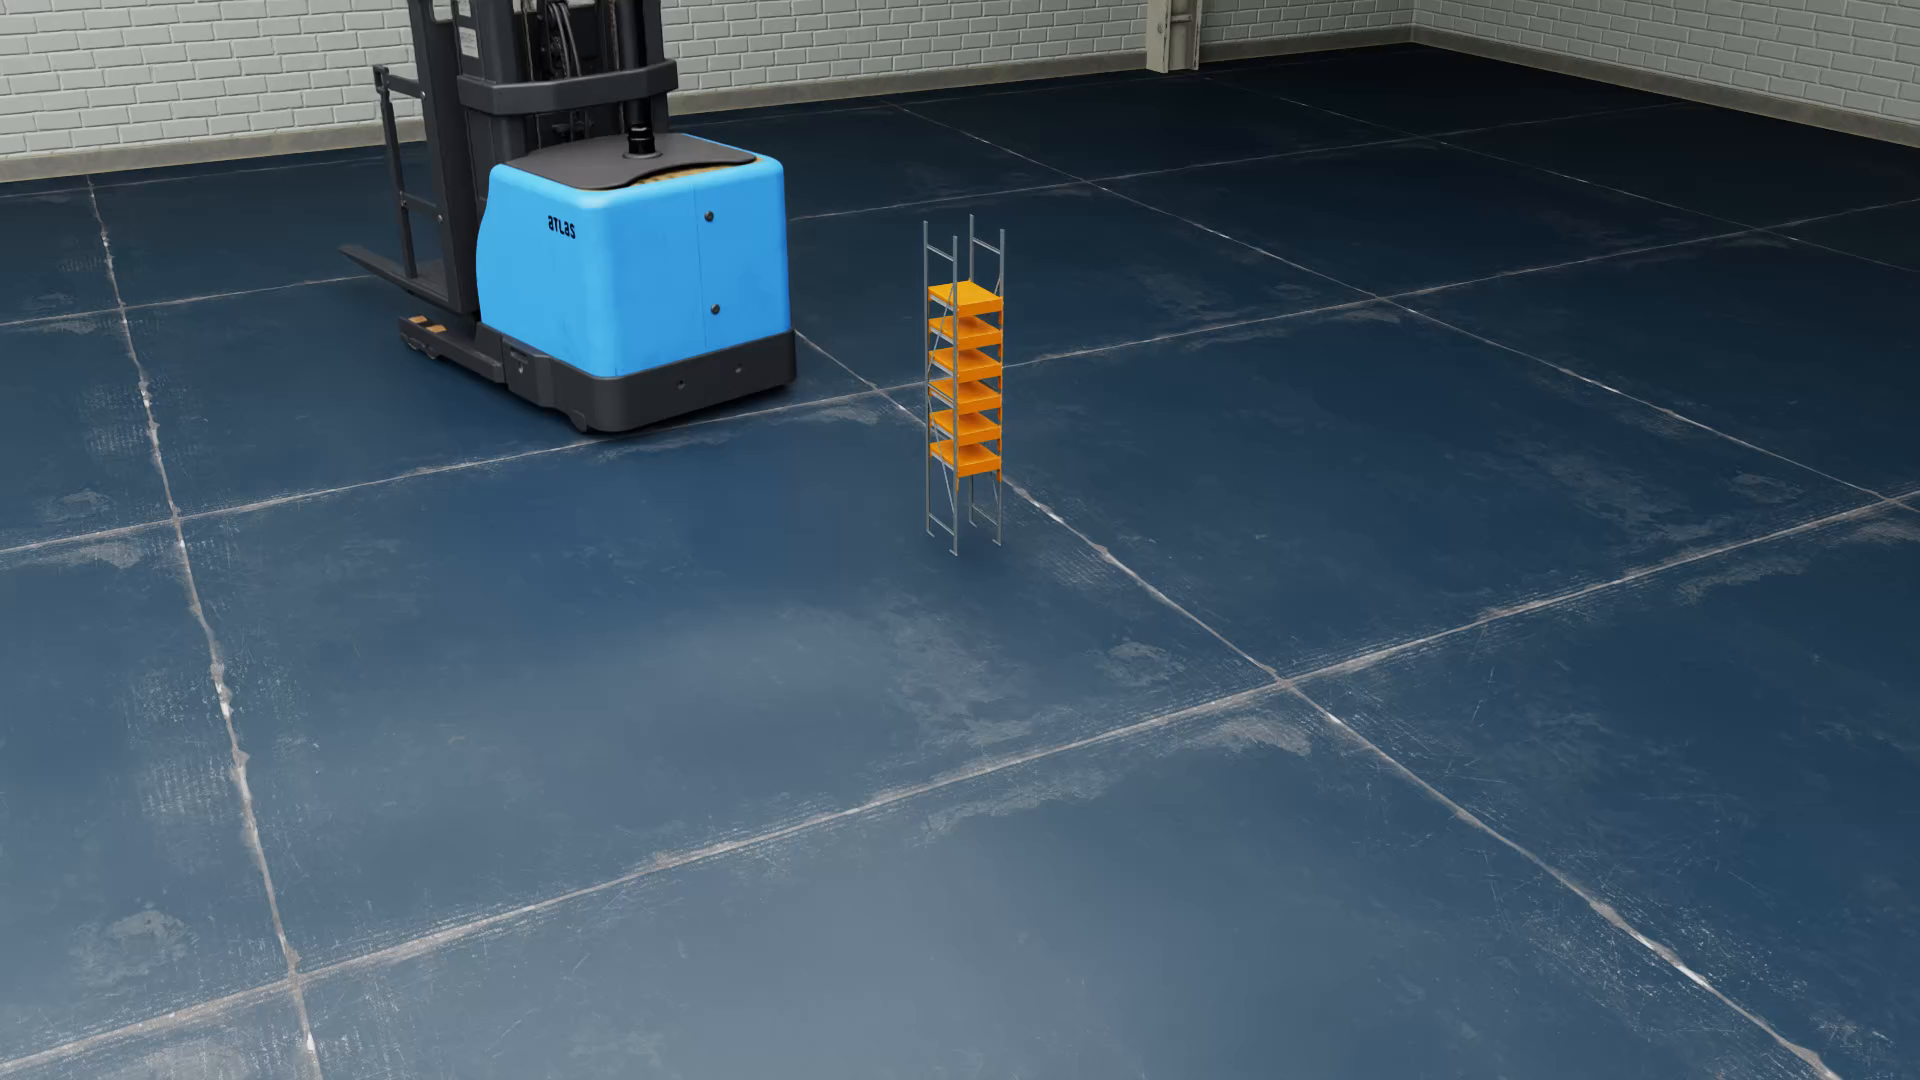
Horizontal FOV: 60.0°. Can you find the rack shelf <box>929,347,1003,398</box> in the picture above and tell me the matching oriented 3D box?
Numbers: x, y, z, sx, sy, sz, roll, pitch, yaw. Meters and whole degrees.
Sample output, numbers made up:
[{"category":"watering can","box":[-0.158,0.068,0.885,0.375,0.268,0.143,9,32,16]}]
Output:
[{"category":"rack shelf","box":[0.013,-0.612,5.964,0.180,0.103,0.258,-13,29,-25]}]

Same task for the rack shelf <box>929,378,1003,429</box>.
[{"category":"rack shelf","box":[0.013,-0.504,6.016,0.180,0.103,0.258,-13,29,-25]}]

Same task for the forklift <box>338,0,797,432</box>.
[{"category":"forklift","box":[-2.116,-2.329,7.716,1.130,2.935,3.031,-22,33,-38]}]

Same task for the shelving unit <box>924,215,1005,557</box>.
[{"category":"shelving unit","box":[0.013,-0.544,5.996,0.189,1.200,0.258,-13,29,-25]}]

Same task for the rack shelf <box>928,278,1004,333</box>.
[{"category":"rack shelf","box":[0.013,-0.828,5.860,0.180,0.103,0.258,-13,29,-25]}]

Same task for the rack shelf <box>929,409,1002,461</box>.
[{"category":"rack shelf","box":[0.013,-0.396,6.068,0.180,0.103,0.258,-13,29,-25]}]

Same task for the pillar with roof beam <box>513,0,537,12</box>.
[{"category":"pillar with roof beam","box":[-1.327,-5.517,7.344,0.400,9.000,9.100,-13,29,-25]}]

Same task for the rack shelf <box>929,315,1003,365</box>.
[{"category":"rack shelf","box":[0.013,-0.720,5.912,0.180,0.103,0.258,-13,29,-25]}]

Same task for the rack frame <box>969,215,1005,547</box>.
[{"category":"rack frame","box":[0.093,-0.562,6.035,0.006,1.200,0.240,-13,29,-25]}]

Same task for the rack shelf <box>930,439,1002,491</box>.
[{"category":"rack shelf","box":[0.013,-0.287,6.120,0.180,0.103,0.258,-13,29,-25]}]

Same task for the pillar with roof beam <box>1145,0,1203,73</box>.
[{"category":"pillar with roof beam","box":[3.967,-6.739,9.889,0.400,9.000,9.100,-13,29,-25]}]

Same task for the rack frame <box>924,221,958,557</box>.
[{"category":"rack frame","box":[-0.068,-0.525,5.958,0.006,1.200,0.240,-13,29,-25]}]
